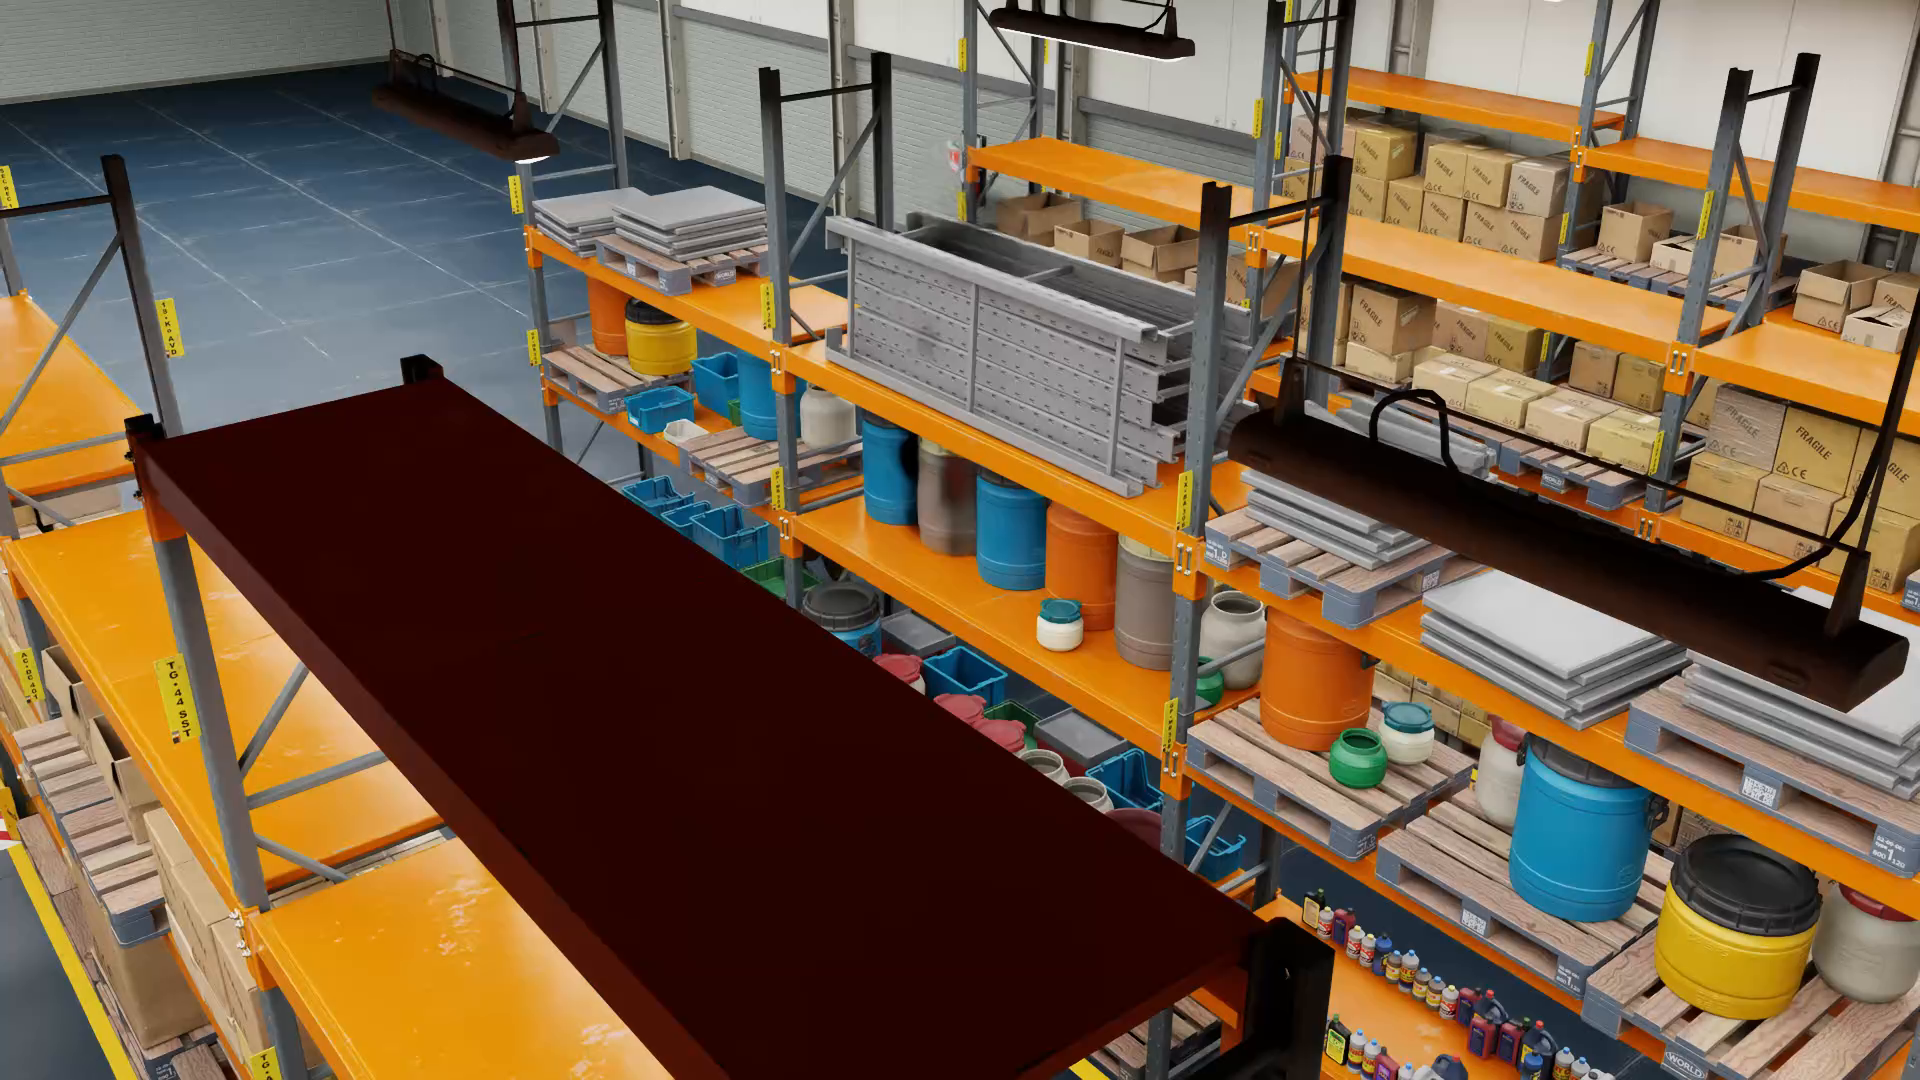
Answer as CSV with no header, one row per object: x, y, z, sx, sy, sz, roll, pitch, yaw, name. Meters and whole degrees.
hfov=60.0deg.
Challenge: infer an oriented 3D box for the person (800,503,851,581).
-1.376,-0.034,16.319,0.875,1.835,0.640,18,31,32,person
